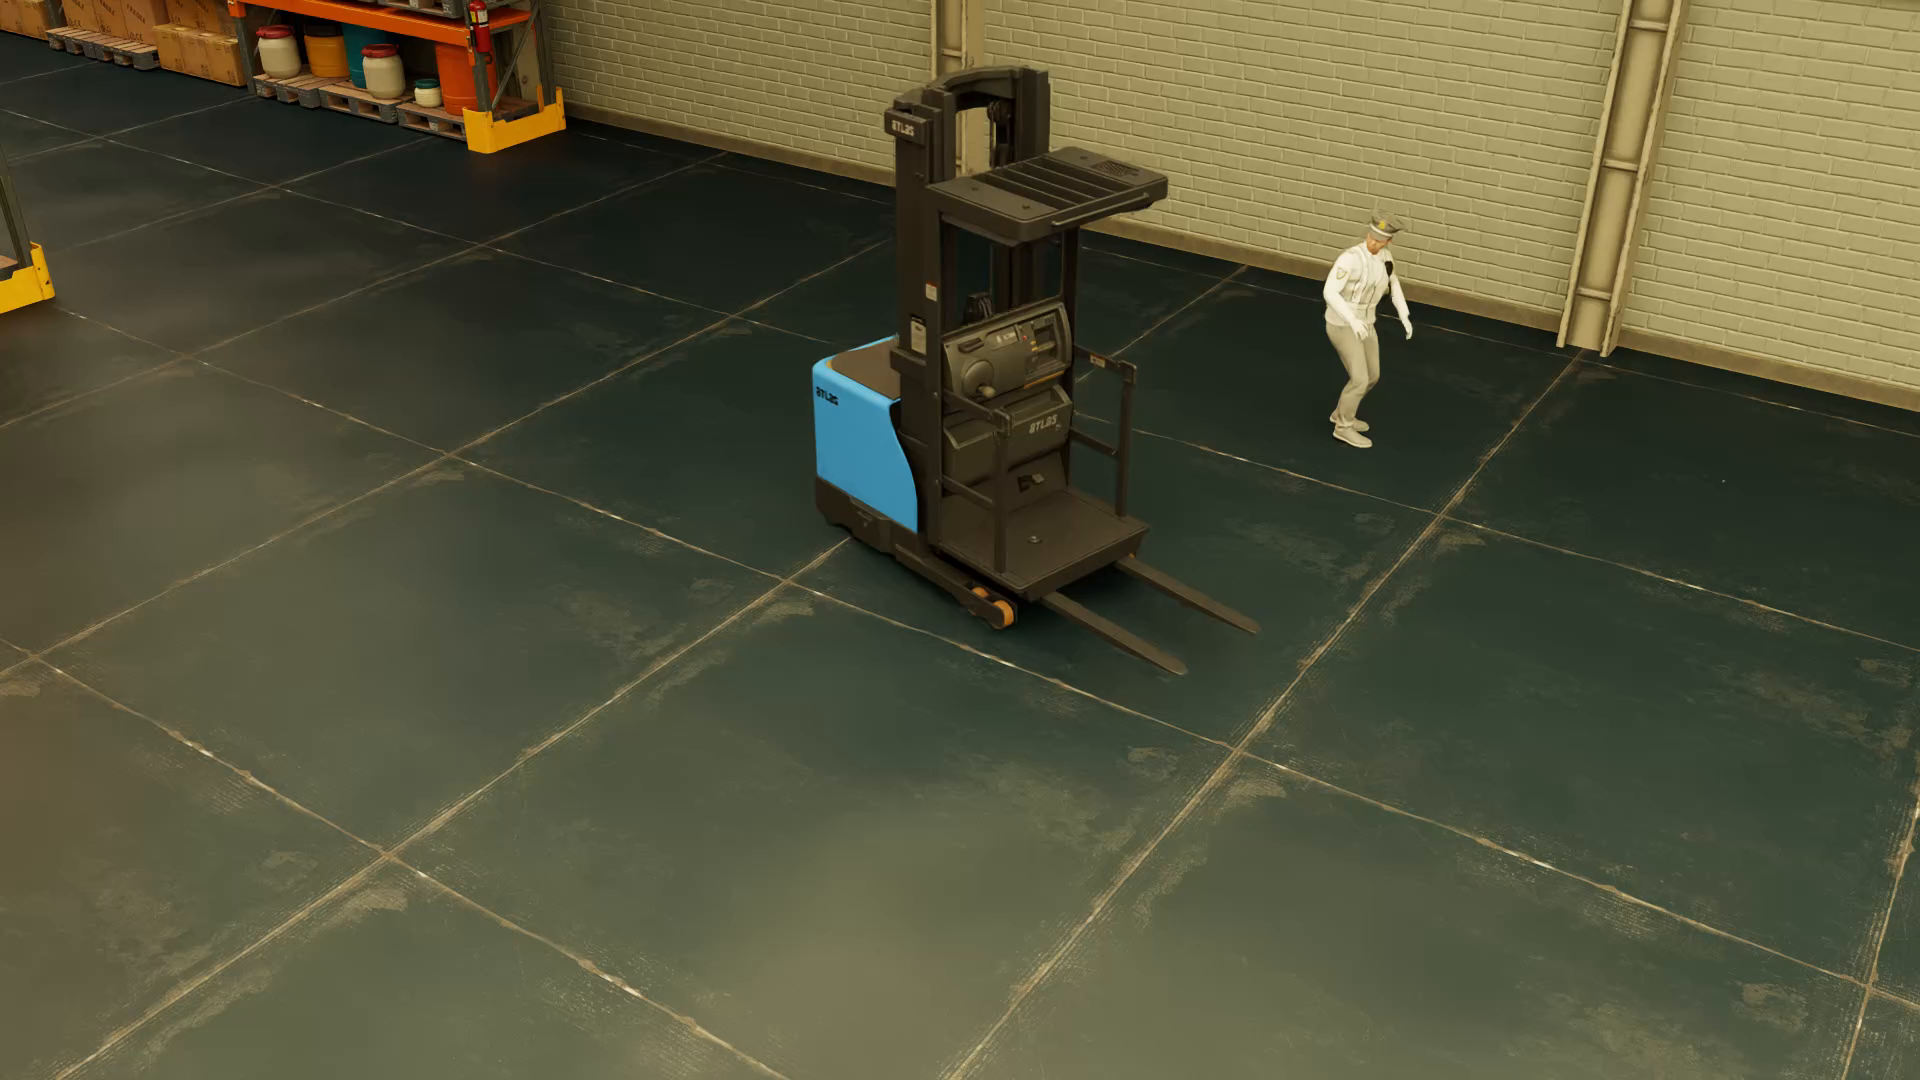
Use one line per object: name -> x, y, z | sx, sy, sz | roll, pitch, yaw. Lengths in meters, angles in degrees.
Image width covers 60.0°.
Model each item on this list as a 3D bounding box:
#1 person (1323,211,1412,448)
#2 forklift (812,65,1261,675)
person -> 2.782, -1.461, 11.418 | 0.712, 1.632, 0.480 | -25, 38, -36
forklift -> 0.420, -1.040, 9.373 | 1.130, 2.935, 3.031 | -24, 38, -35
